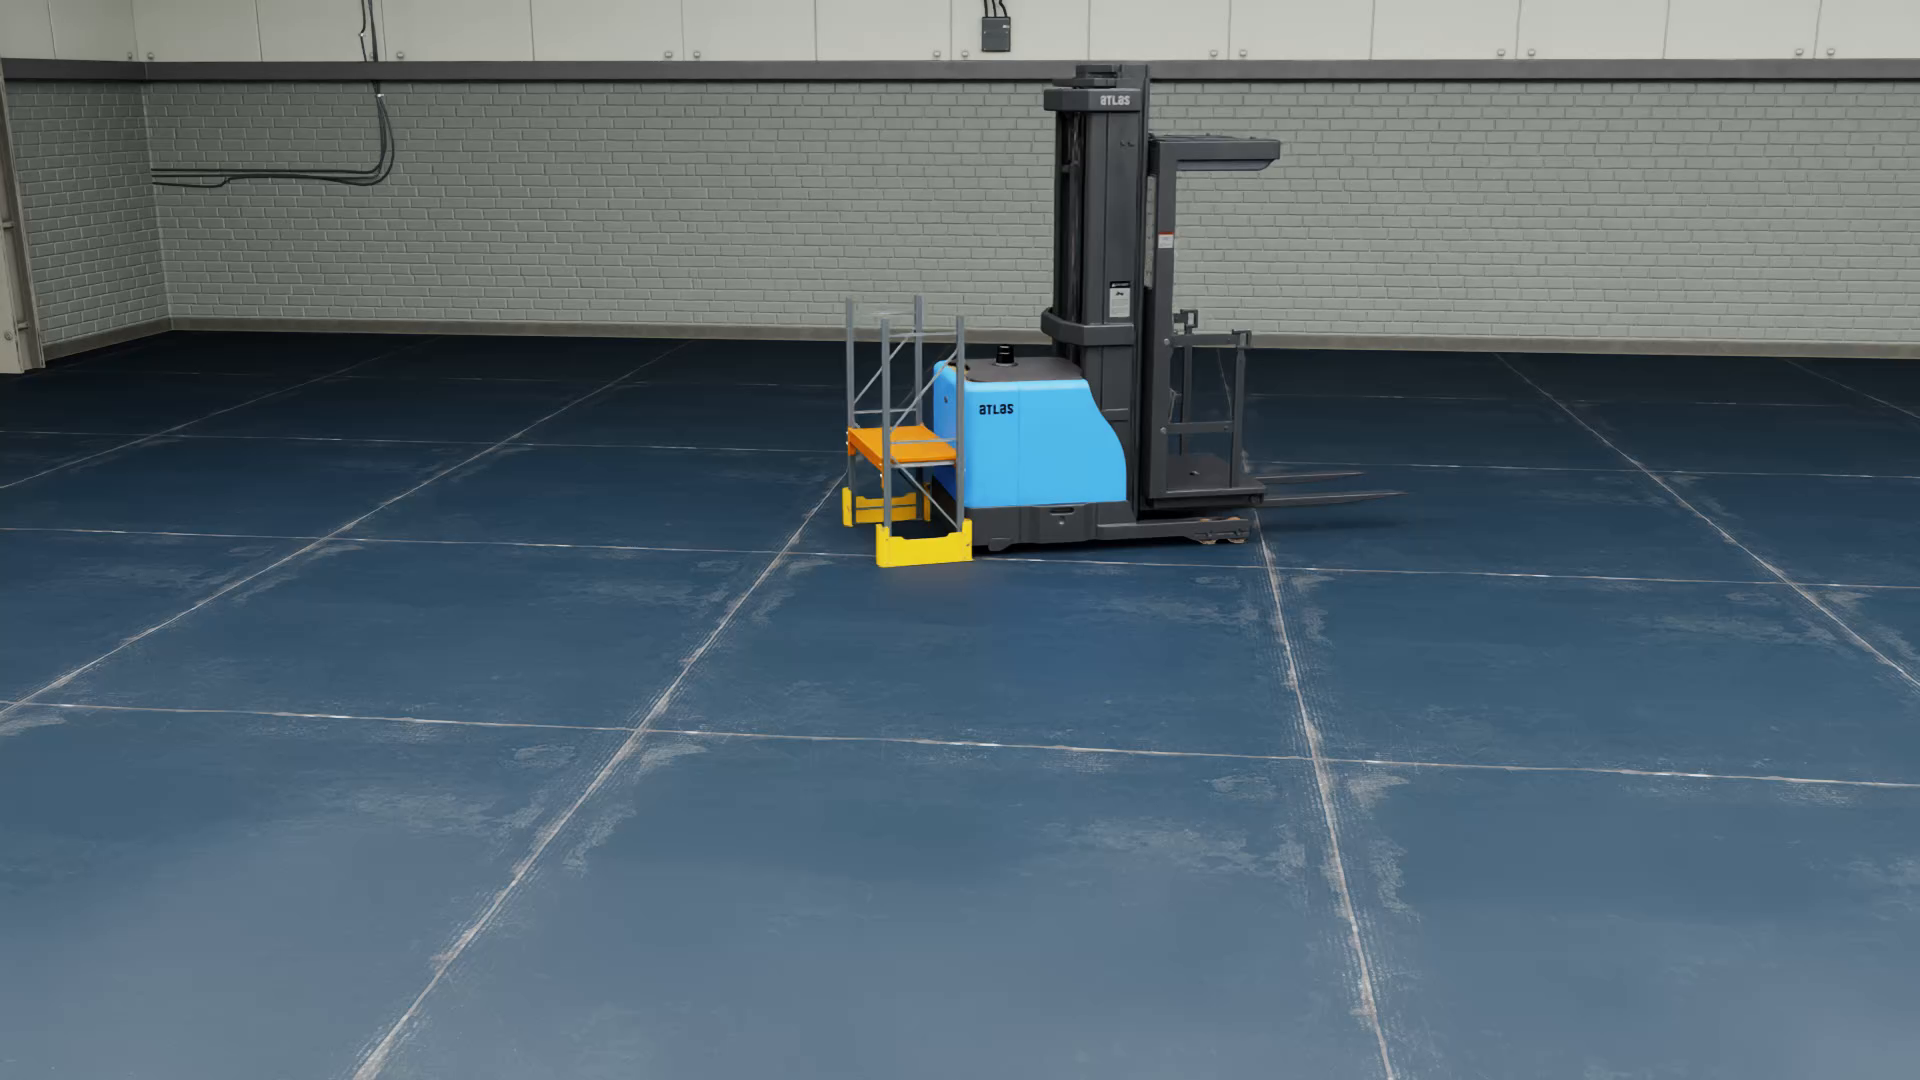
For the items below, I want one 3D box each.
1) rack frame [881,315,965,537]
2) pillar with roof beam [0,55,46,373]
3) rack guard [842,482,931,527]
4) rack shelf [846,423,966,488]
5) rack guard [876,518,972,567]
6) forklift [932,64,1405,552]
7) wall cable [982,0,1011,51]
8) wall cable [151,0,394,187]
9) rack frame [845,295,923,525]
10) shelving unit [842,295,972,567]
[{"bbox_3d":[-0.217,-0.587,9.961,0.500,1.500,0.032,-4,16,-15],"label":"rack frame"},{"bbox_3d":[-5.415,-5.970,15.499,9.100,9.000,0.400,2,15,6],"label":"pillar with roof beam"},{"bbox_3d":[-0.486,-0.235,11.051,0.587,0.250,0.087,-4,16,-15],"label":"rack guard"},{"bbox_3d":[-0.354,-0.541,10.480,0.538,0.185,1.000,-4,16,-15],"label":"rack shelf"},{"bbox_3d":[-0.218,0.016,10.125,0.587,0.250,0.087,-4,16,-15],"label":"rack guard"},{"bbox_3d":[1.380,-1.515,10.650,3.031,2.935,1.130,-3,15,-11],"label":"forklift"},{"bbox_3d":[1.385,-8.179,17.156,2.305,6.003,0.169,2,15,6],"label":"wall cable"},{"bbox_3d":[-8.046,-5.323,19.055,3.097,2.526,0.112,2,15,6],"label":"wall cable"},{"bbox_3d":[-0.491,-0.843,10.906,0.500,1.500,0.032,-4,16,-15],"label":"rack frame"},{"bbox_3d":[-0.352,-0.713,10.425,0.587,1.500,1.083,-4,16,-15],"label":"shelving unit"}]
